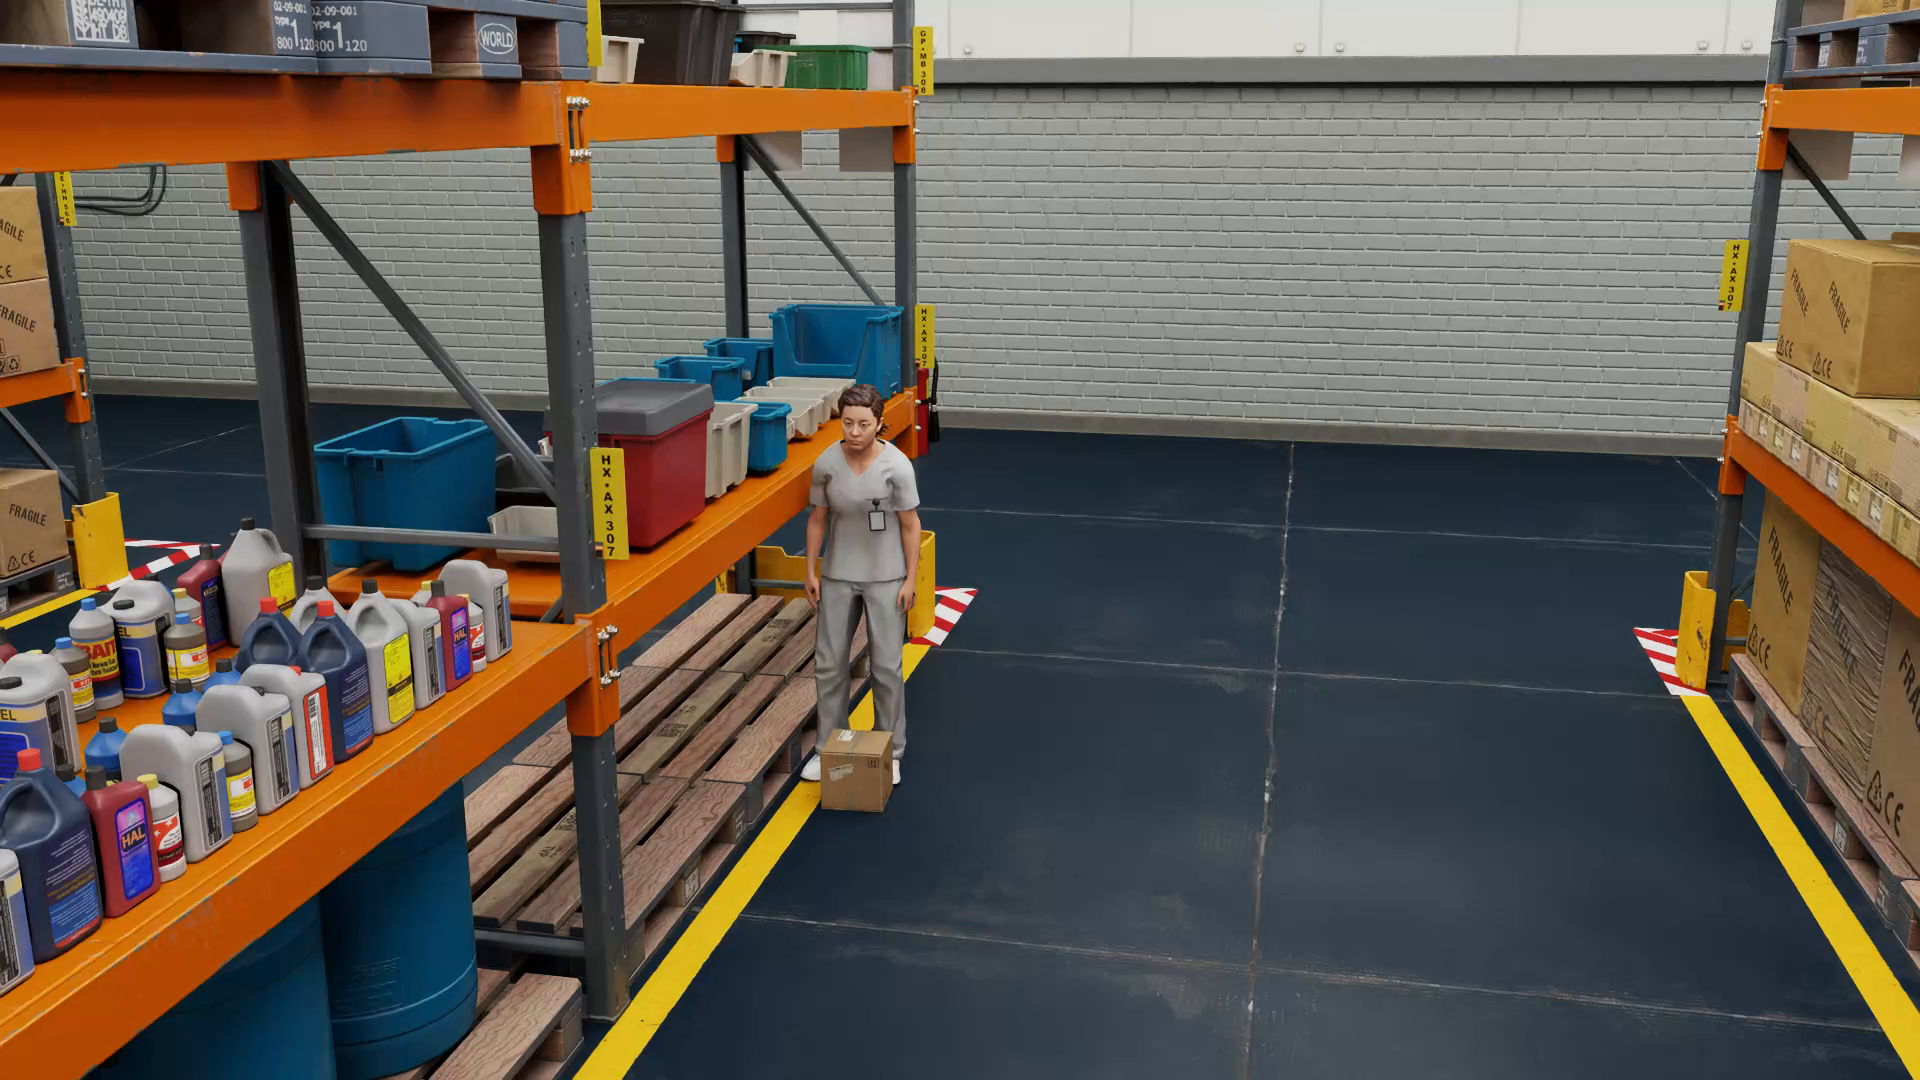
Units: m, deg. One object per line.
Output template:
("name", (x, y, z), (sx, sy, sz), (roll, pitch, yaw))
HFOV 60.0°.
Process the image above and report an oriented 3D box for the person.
("person", (-0.405, 0.176, 6.847), (0.486, 1.672, 0.359), (3, 15, 10))
